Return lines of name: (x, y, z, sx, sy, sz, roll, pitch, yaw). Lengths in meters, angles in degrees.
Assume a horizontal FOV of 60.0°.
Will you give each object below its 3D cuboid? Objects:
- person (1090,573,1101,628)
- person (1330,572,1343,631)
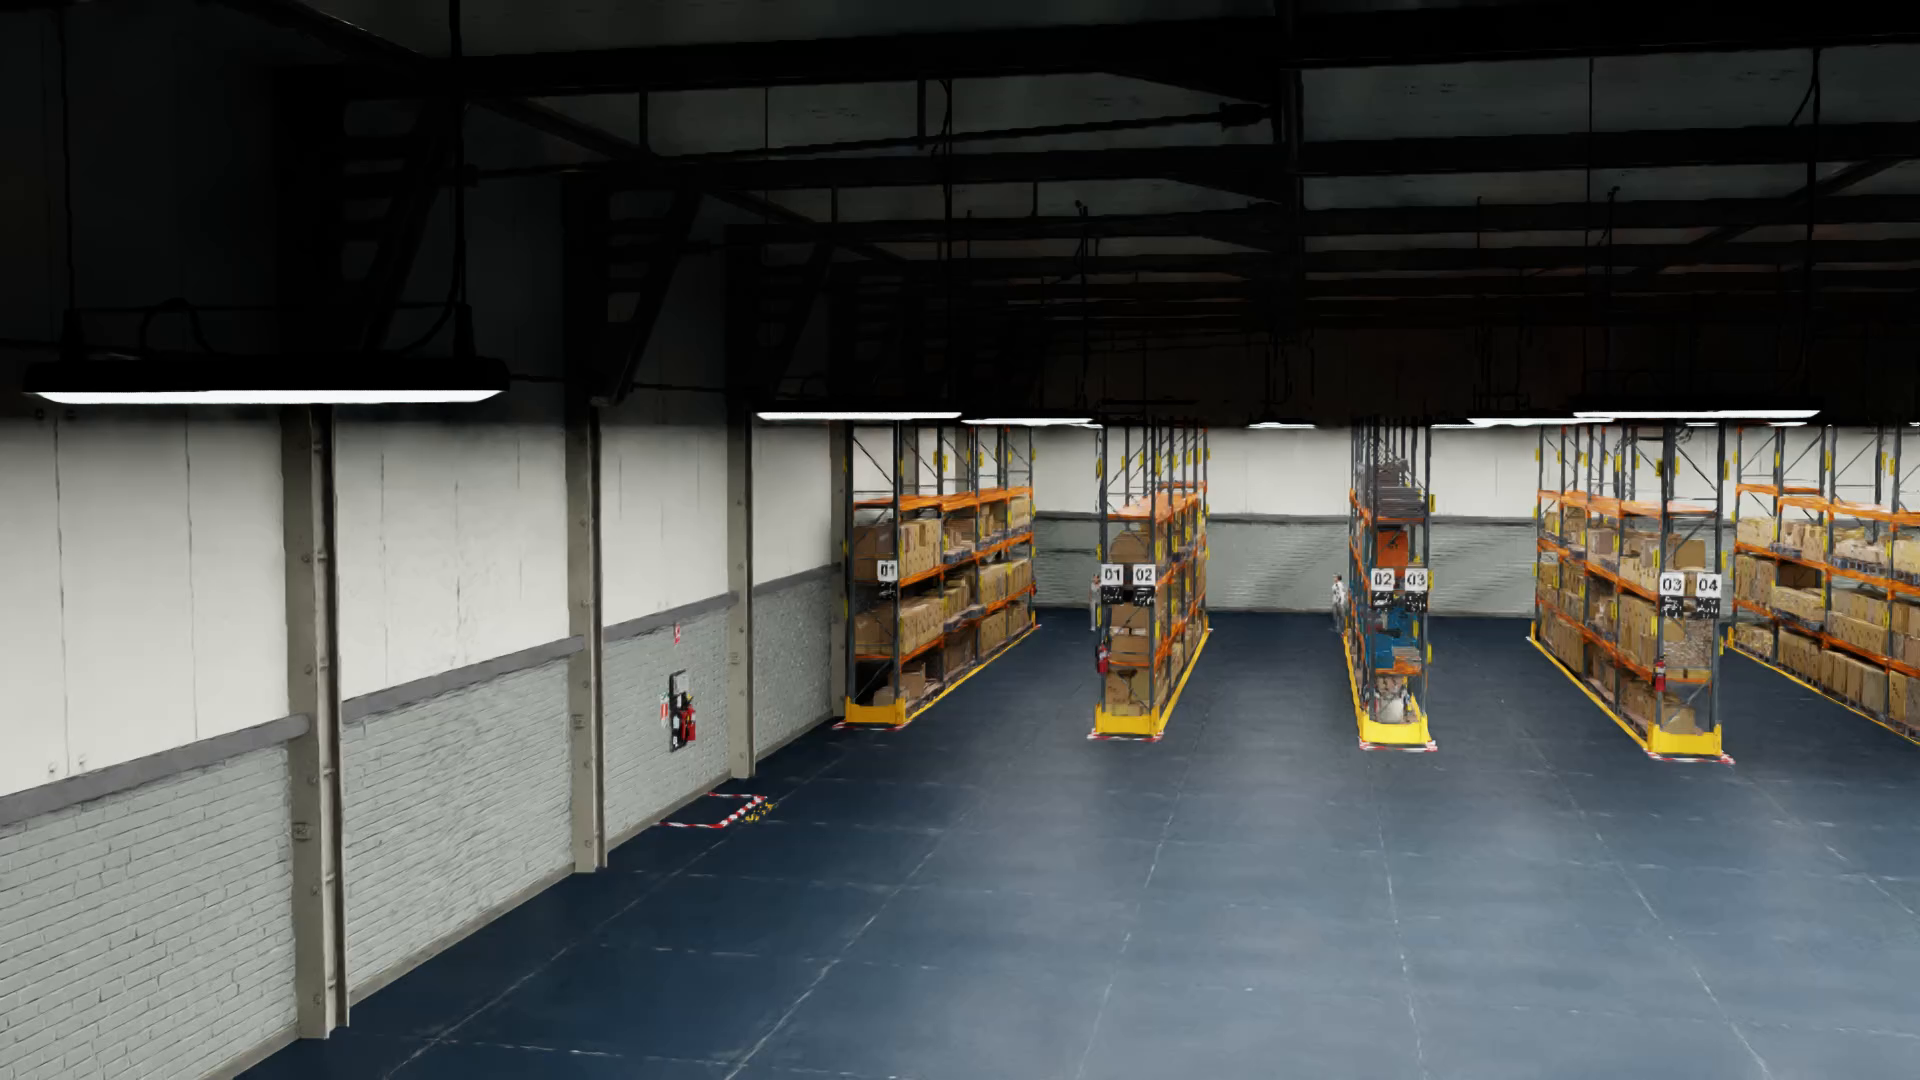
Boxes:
person: (3.923, 1.721, 47.537, 0.453, 1.560, 0.873, 1, 4, 11)
person: (10.836, 1.751, 47.308, 0.524, 1.668, 0.570, -1, 4, -17)
